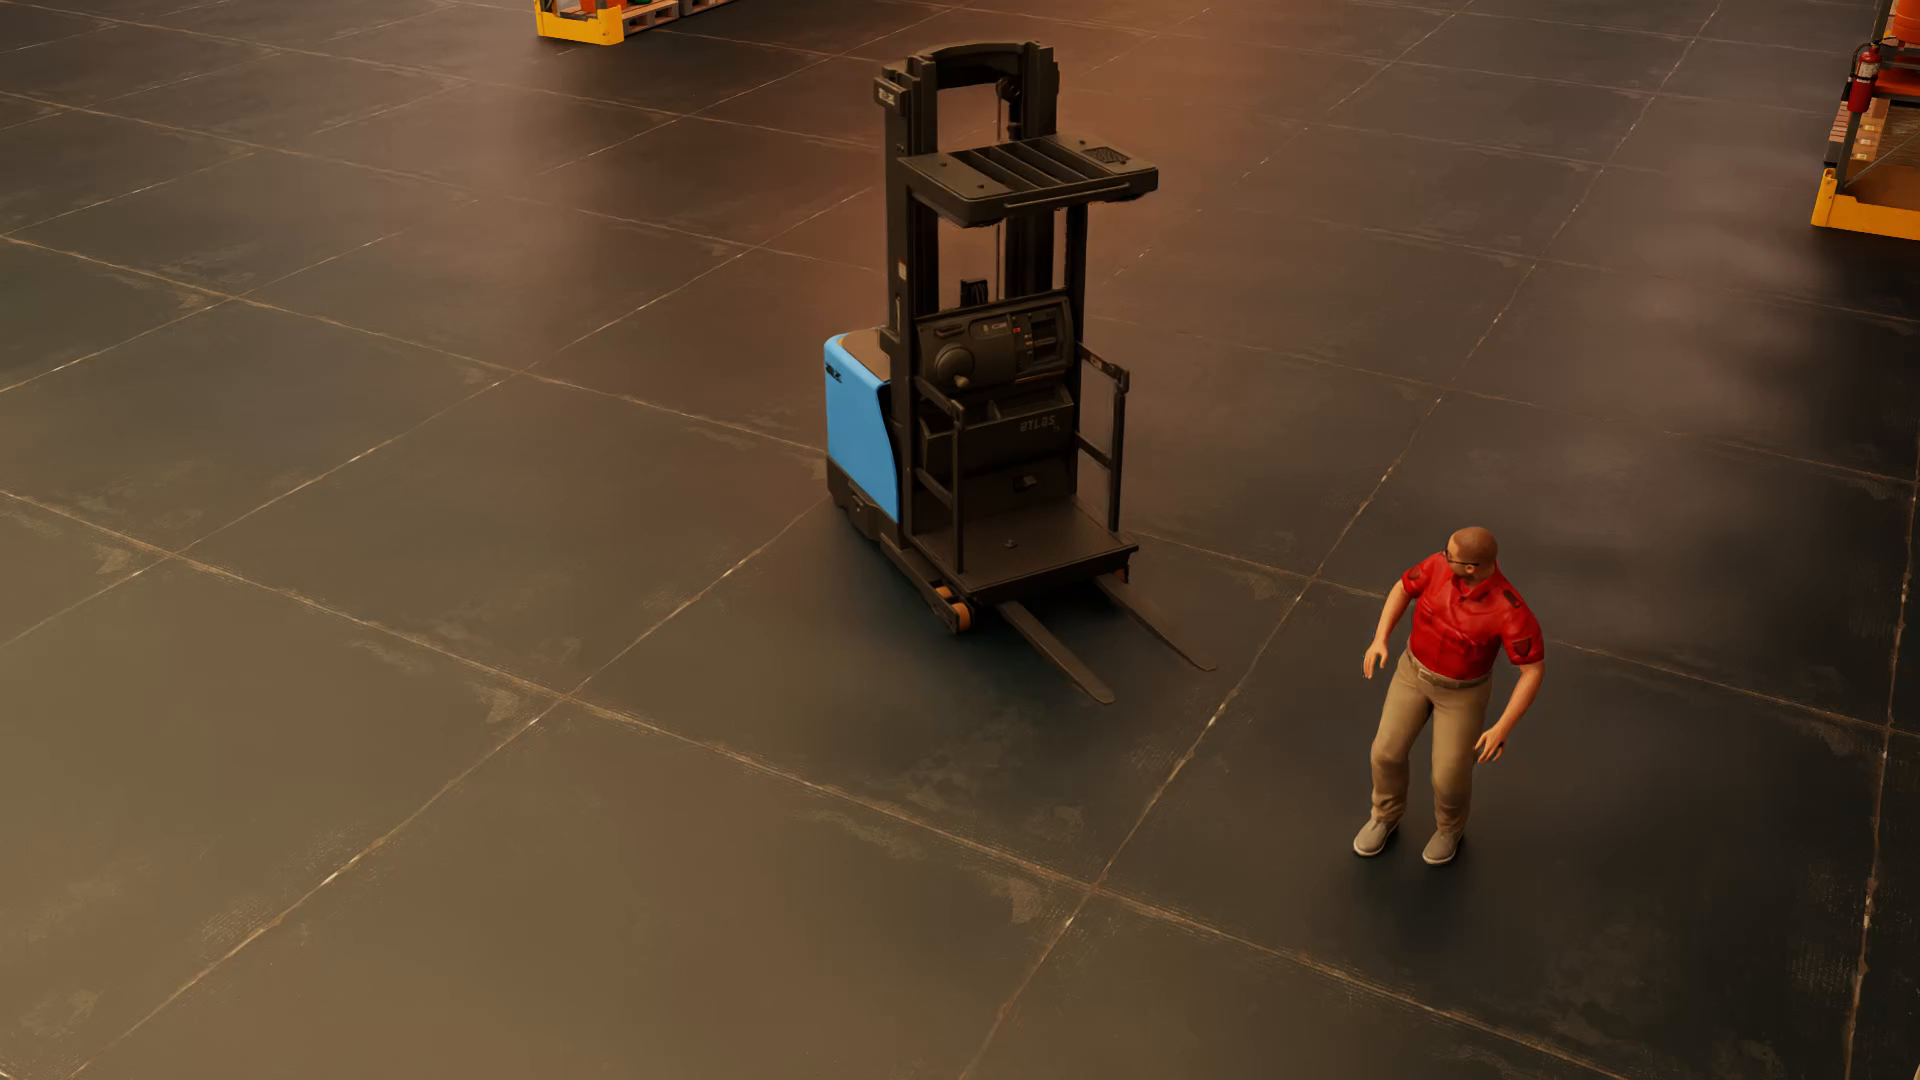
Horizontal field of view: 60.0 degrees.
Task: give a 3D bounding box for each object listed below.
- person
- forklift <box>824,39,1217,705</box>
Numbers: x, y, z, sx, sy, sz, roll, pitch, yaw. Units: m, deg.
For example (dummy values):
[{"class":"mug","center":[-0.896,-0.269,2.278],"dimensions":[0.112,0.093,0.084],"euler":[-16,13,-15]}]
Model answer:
[{"class":"person","center":[2.102,0.673,7.177],"dimensions":[0.754,1.685,0.515],"euler":[24,38,36]},{"class":"forklift","center":[0.301,-1.017,8.833],"dimensions":[1.130,2.935,3.031],"euler":[-15,33,-24]}]
